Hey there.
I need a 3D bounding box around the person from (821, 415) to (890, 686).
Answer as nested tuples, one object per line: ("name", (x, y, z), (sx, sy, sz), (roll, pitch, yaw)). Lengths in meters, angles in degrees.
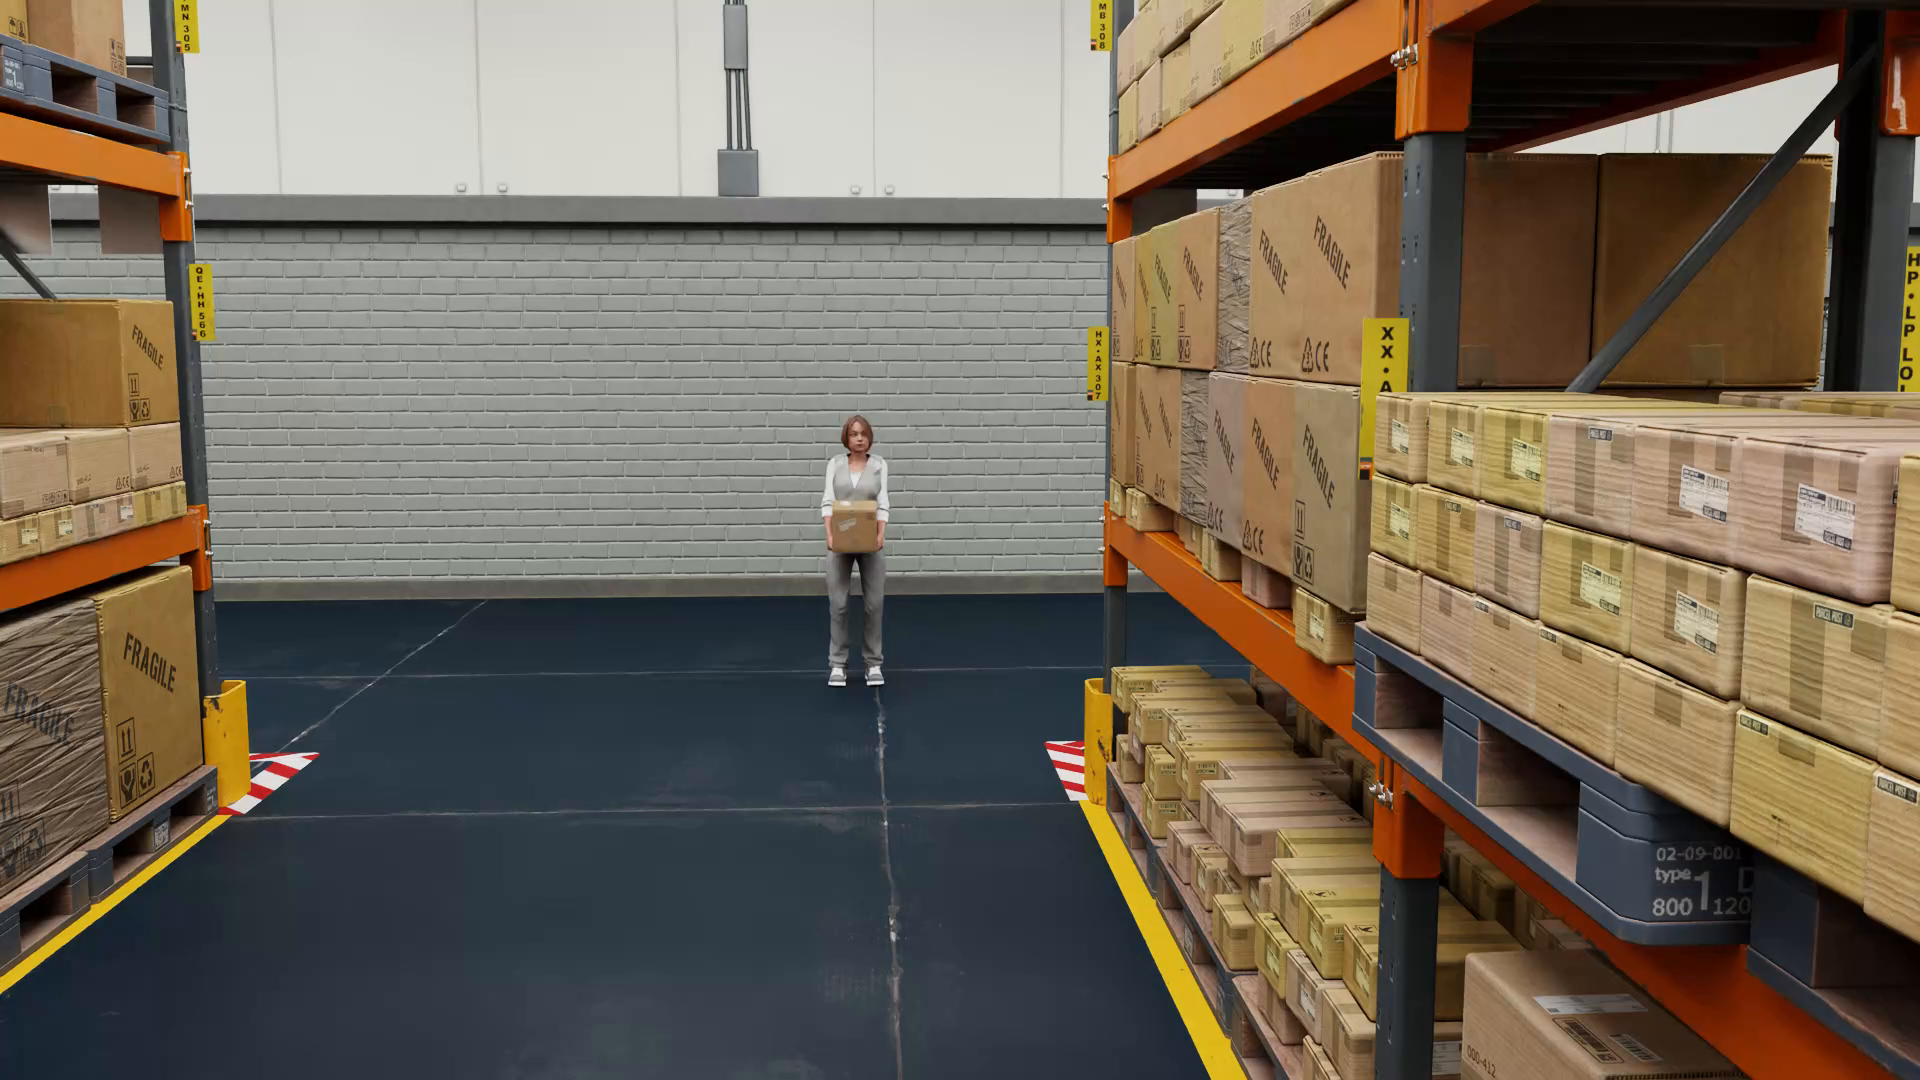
("person", (-0.610, 0.072, 9.746), (0.405, 1.594, 0.489), (0, 7, -3))
